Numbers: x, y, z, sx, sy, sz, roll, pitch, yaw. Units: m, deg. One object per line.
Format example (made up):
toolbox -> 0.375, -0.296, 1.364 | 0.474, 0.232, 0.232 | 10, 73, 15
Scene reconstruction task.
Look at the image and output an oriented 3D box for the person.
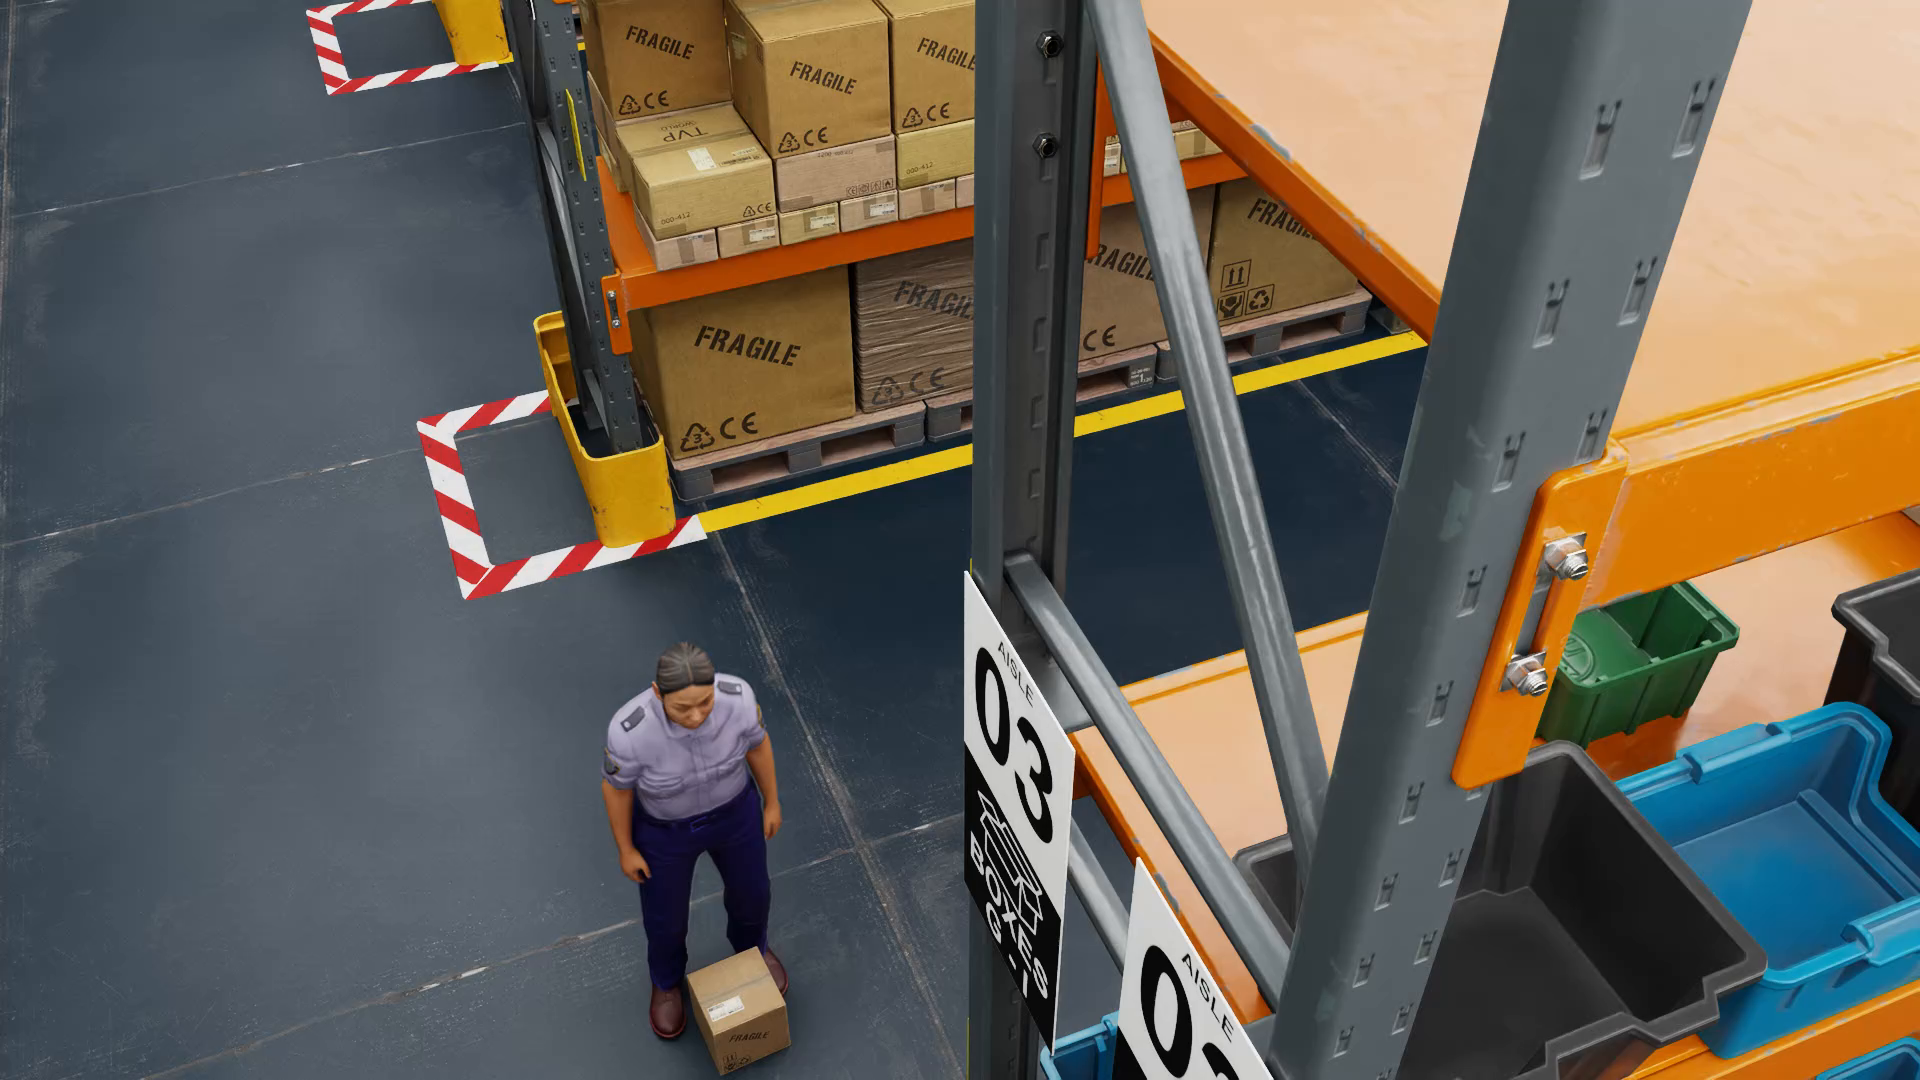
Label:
person -> -0.824, 0.886, 5.181 | 0.550, 1.651, 0.367 | -16, 44, -17
